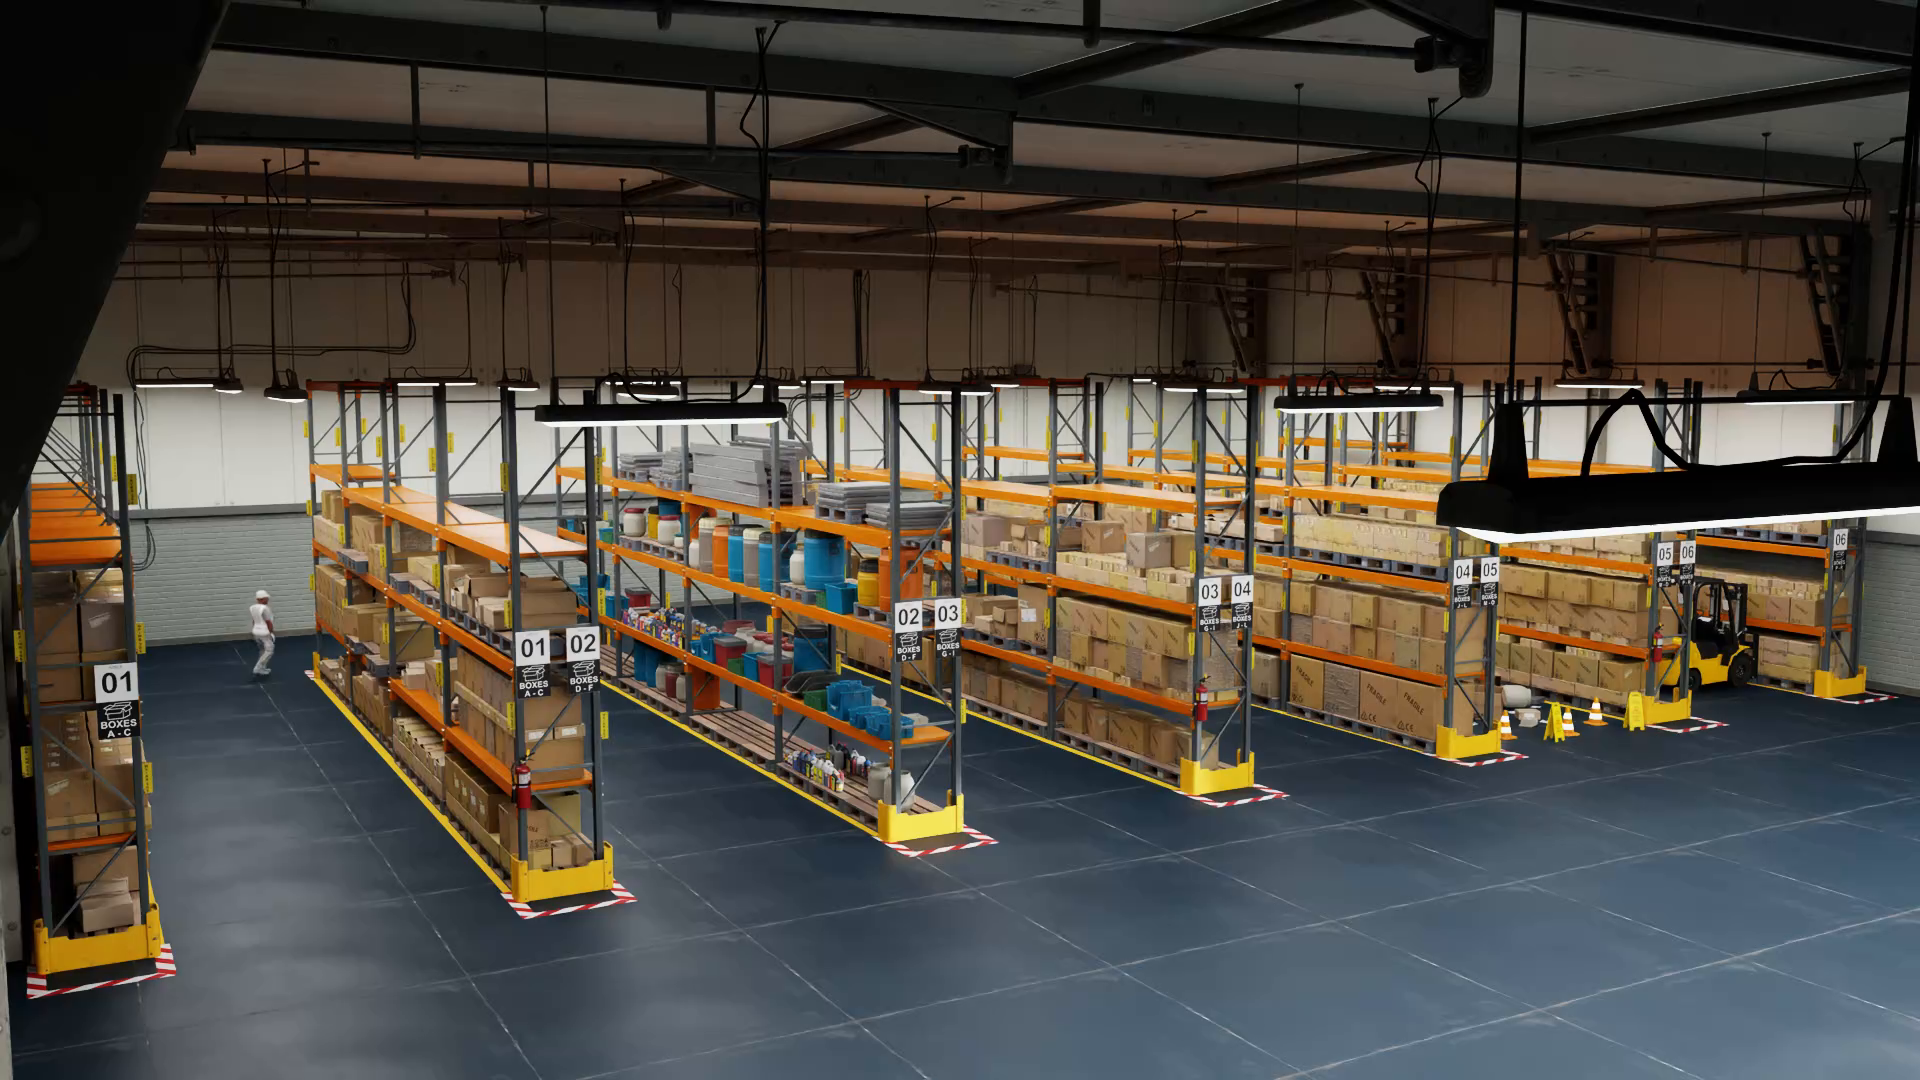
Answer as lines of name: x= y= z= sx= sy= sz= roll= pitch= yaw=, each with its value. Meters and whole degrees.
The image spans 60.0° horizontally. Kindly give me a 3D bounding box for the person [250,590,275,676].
person: x=-14.091 y=1.898 z=33.533 sx=0.614 sy=1.759 sz=0.764 roll=3 pitch=7 yaw=22
